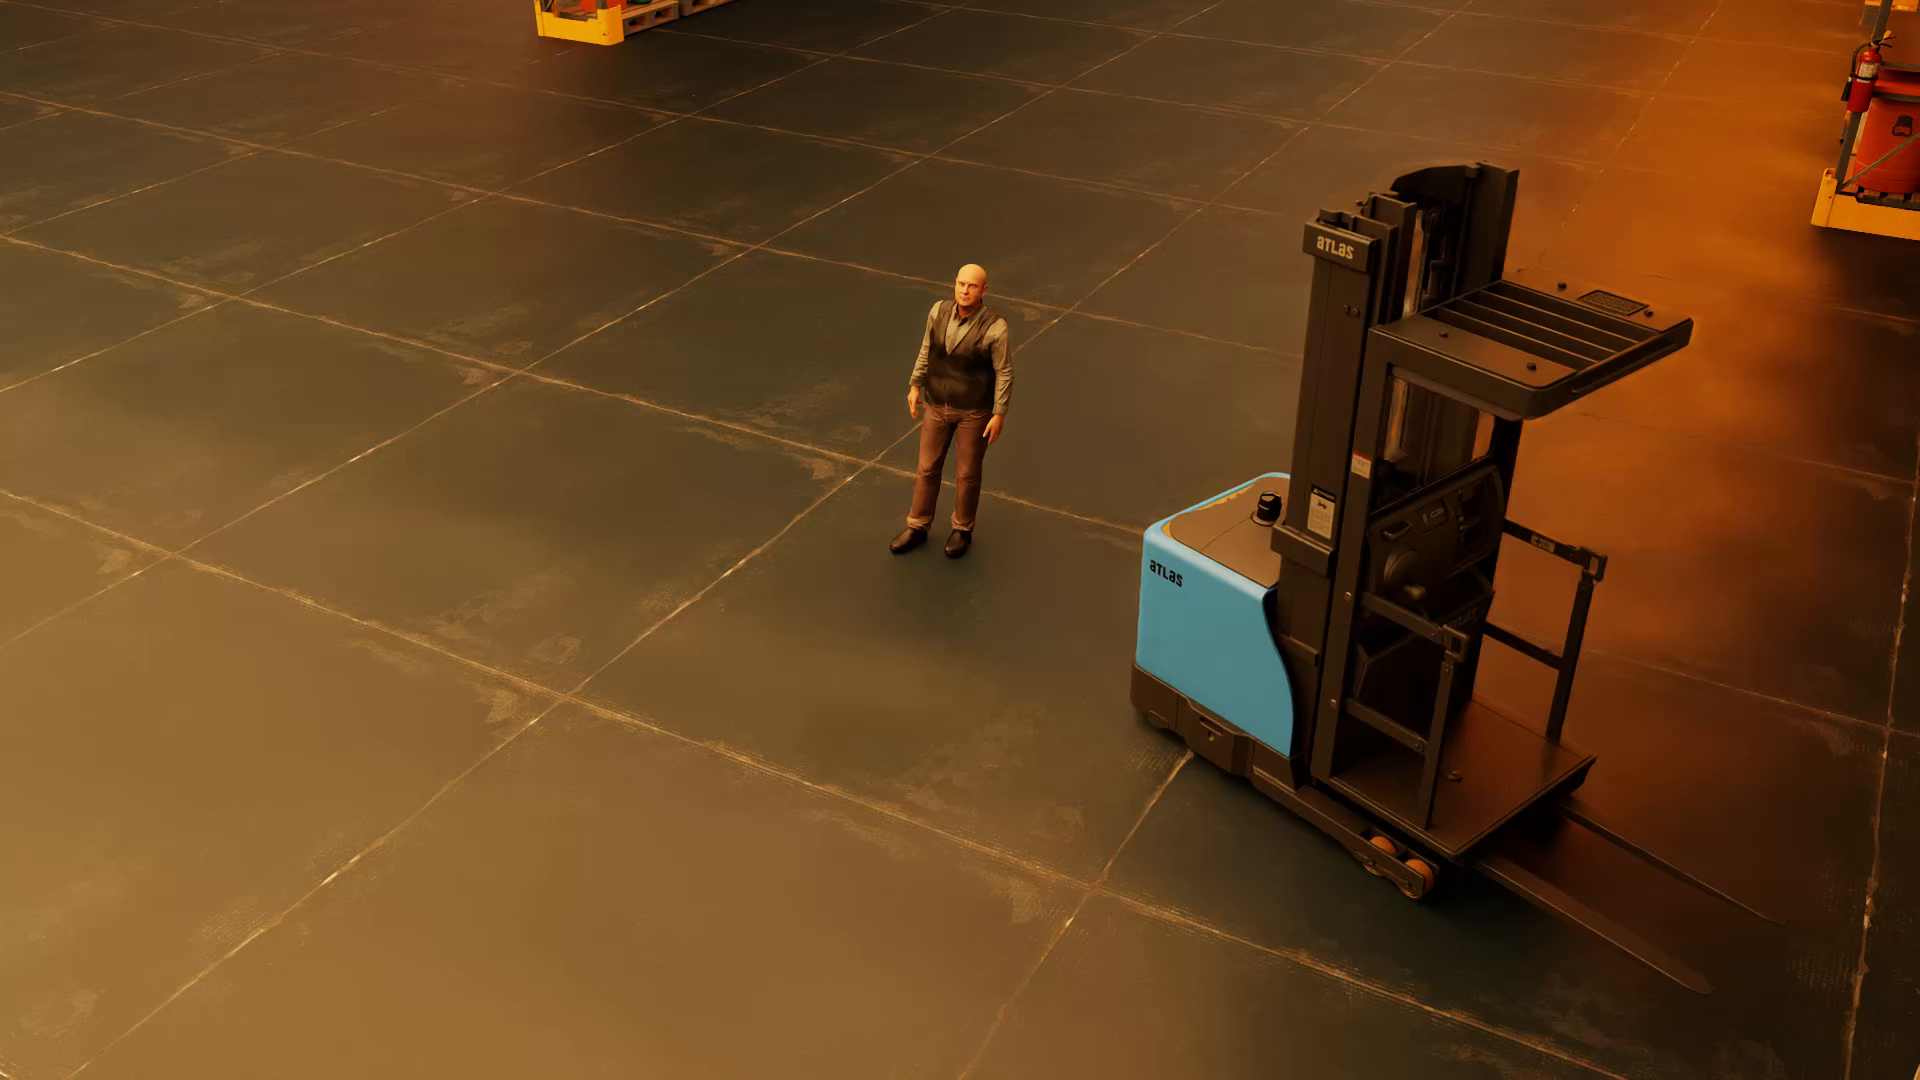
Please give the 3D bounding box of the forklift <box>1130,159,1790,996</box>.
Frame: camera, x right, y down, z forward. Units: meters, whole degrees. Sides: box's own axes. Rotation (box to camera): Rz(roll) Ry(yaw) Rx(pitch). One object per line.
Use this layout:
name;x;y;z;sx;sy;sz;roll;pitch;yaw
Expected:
forklift;2.195;0.012;7.050;1.130;2.935;3.031;-23;37;-34

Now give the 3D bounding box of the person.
person;-0.037;-0.727;9.526;0.632;1.720;0.568;15;33;25
